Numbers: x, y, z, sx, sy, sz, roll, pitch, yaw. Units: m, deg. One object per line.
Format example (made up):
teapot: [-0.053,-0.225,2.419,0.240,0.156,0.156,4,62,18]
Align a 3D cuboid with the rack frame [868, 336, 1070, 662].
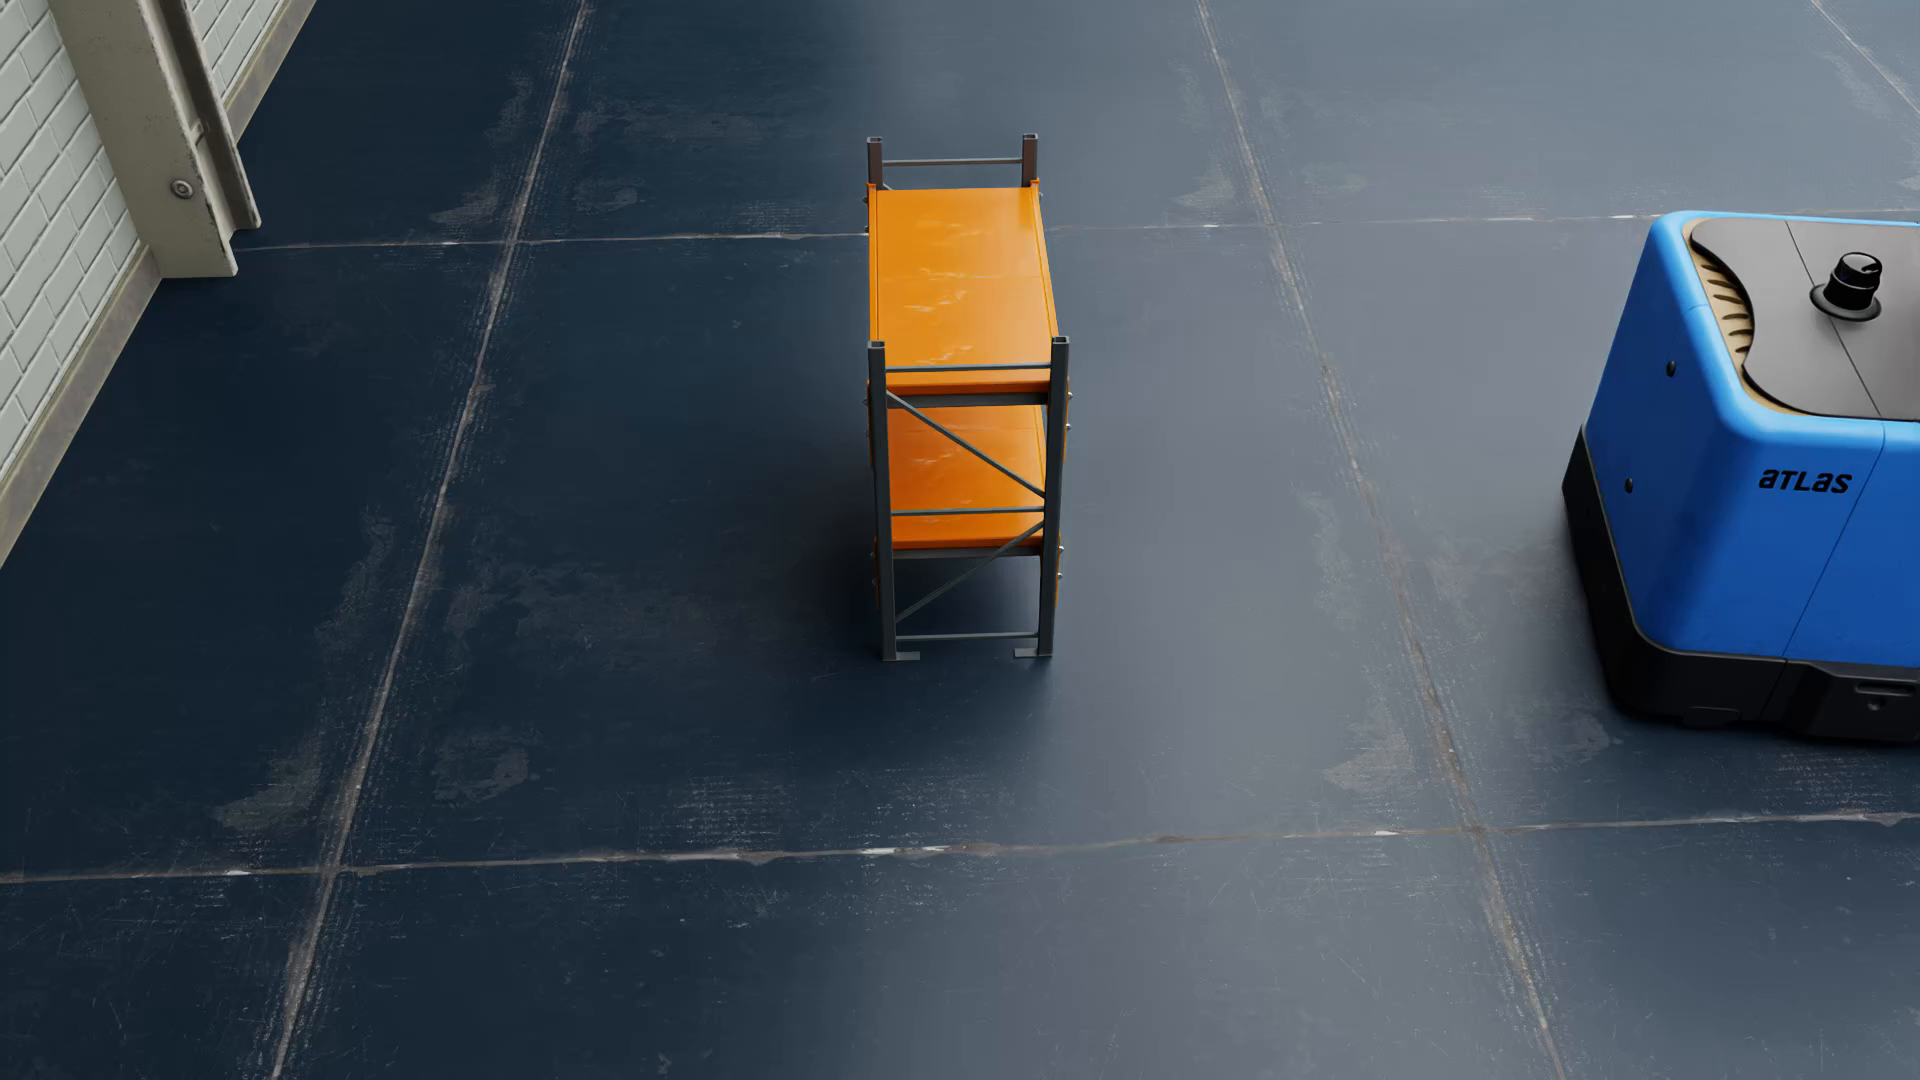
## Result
rack frame: [0.021,-0.076,4.500,0.500,1.125,0.032,-2,43,-2]

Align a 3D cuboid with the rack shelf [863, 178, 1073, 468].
rack shelf: [0.000,-0.635,4.677,0.538,0.278,1.000,-2,43,-2]

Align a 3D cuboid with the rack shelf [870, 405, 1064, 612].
rack shelf: [0.000,-0.239,5.040,0.538,0.278,1.000,-2,43,-2]

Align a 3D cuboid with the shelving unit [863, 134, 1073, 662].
shelving unit: [0.000,-0.419,4.875,0.538,1.125,1.048,-2,43,-2]

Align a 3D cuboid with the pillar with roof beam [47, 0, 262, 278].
pillar with roof beam: [1.368,-4.577,3.584,9.100,9.000,0.400,-2,43,-2]

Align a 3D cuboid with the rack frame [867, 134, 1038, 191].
rack frame: [-0.022,-0.762,5.249,0.500,1.125,0.032,-2,43,-2]

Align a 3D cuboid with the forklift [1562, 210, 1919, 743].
forklift: [3.388,-0.798,3.951,3.031,2.935,1.130,4,43,4]
